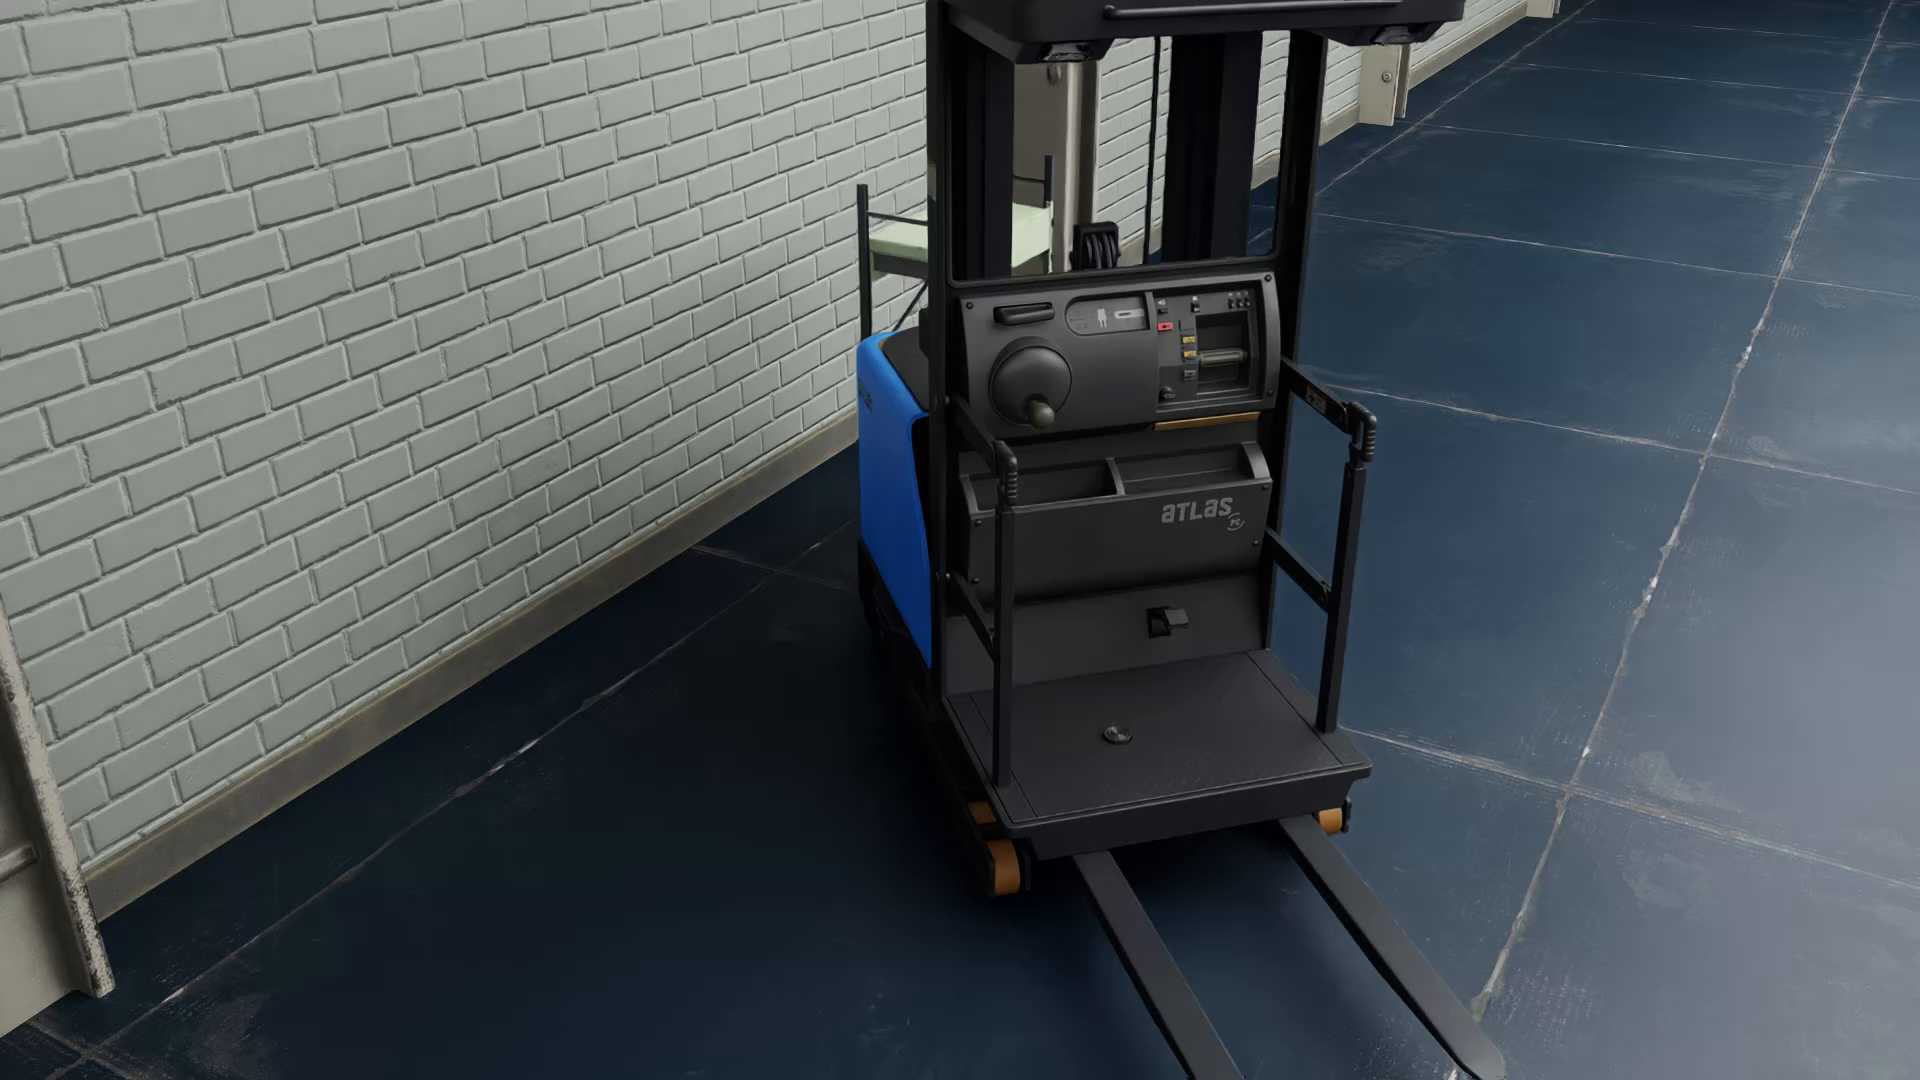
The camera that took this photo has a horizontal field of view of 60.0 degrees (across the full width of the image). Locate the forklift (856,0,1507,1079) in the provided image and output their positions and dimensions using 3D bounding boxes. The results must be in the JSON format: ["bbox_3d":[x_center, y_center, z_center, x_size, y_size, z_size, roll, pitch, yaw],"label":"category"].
[{"bbox_3d":[0.517,-0.494,4.462,1.130,2.935,3.031,-7,27,-14],"label":"forklift"}]

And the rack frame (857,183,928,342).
[{"bbox_3d":[-0.192,-0.556,6.185,0.400,1.500,0.023,15,30,27],"label":"rack frame"}]

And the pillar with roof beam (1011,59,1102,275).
[{"bbox_3d":[4.241,-4.192,5.071,9.100,9.000,0.400,14,30,26],"label":"pillar with roof beam"}]

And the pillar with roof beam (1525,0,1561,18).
[{"bbox_3d":[10.144,-8.869,14.414,9.100,9.000,0.400,14,30,26],"label":"pillar with roof beam"}]

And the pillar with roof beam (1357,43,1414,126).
[{"bbox_3d":[7.193,-6.530,9.742,9.100,9.000,0.400,14,30,26],"label":"pillar with roof beam"}]

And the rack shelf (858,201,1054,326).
[{"bbox_3d":[-0.004,-1.046,6.292,0.431,0.370,0.720,15,30,27],"label":"rack shelf"}]

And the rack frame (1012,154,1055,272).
[{"bbox_3d":[0.183,-0.837,6.748,0.400,1.500,0.023,15,30,27],"label":"rack frame"}]

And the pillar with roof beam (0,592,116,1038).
[{"bbox_3d":[1.289,-1.854,0.400,9.100,9.000,0.400,14,30,26],"label":"pillar with roof beam"}]

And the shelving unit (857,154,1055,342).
[{"bbox_3d":[-0.004,-0.697,6.466,0.431,1.500,0.755,15,30,27],"label":"shelving unit"}]
